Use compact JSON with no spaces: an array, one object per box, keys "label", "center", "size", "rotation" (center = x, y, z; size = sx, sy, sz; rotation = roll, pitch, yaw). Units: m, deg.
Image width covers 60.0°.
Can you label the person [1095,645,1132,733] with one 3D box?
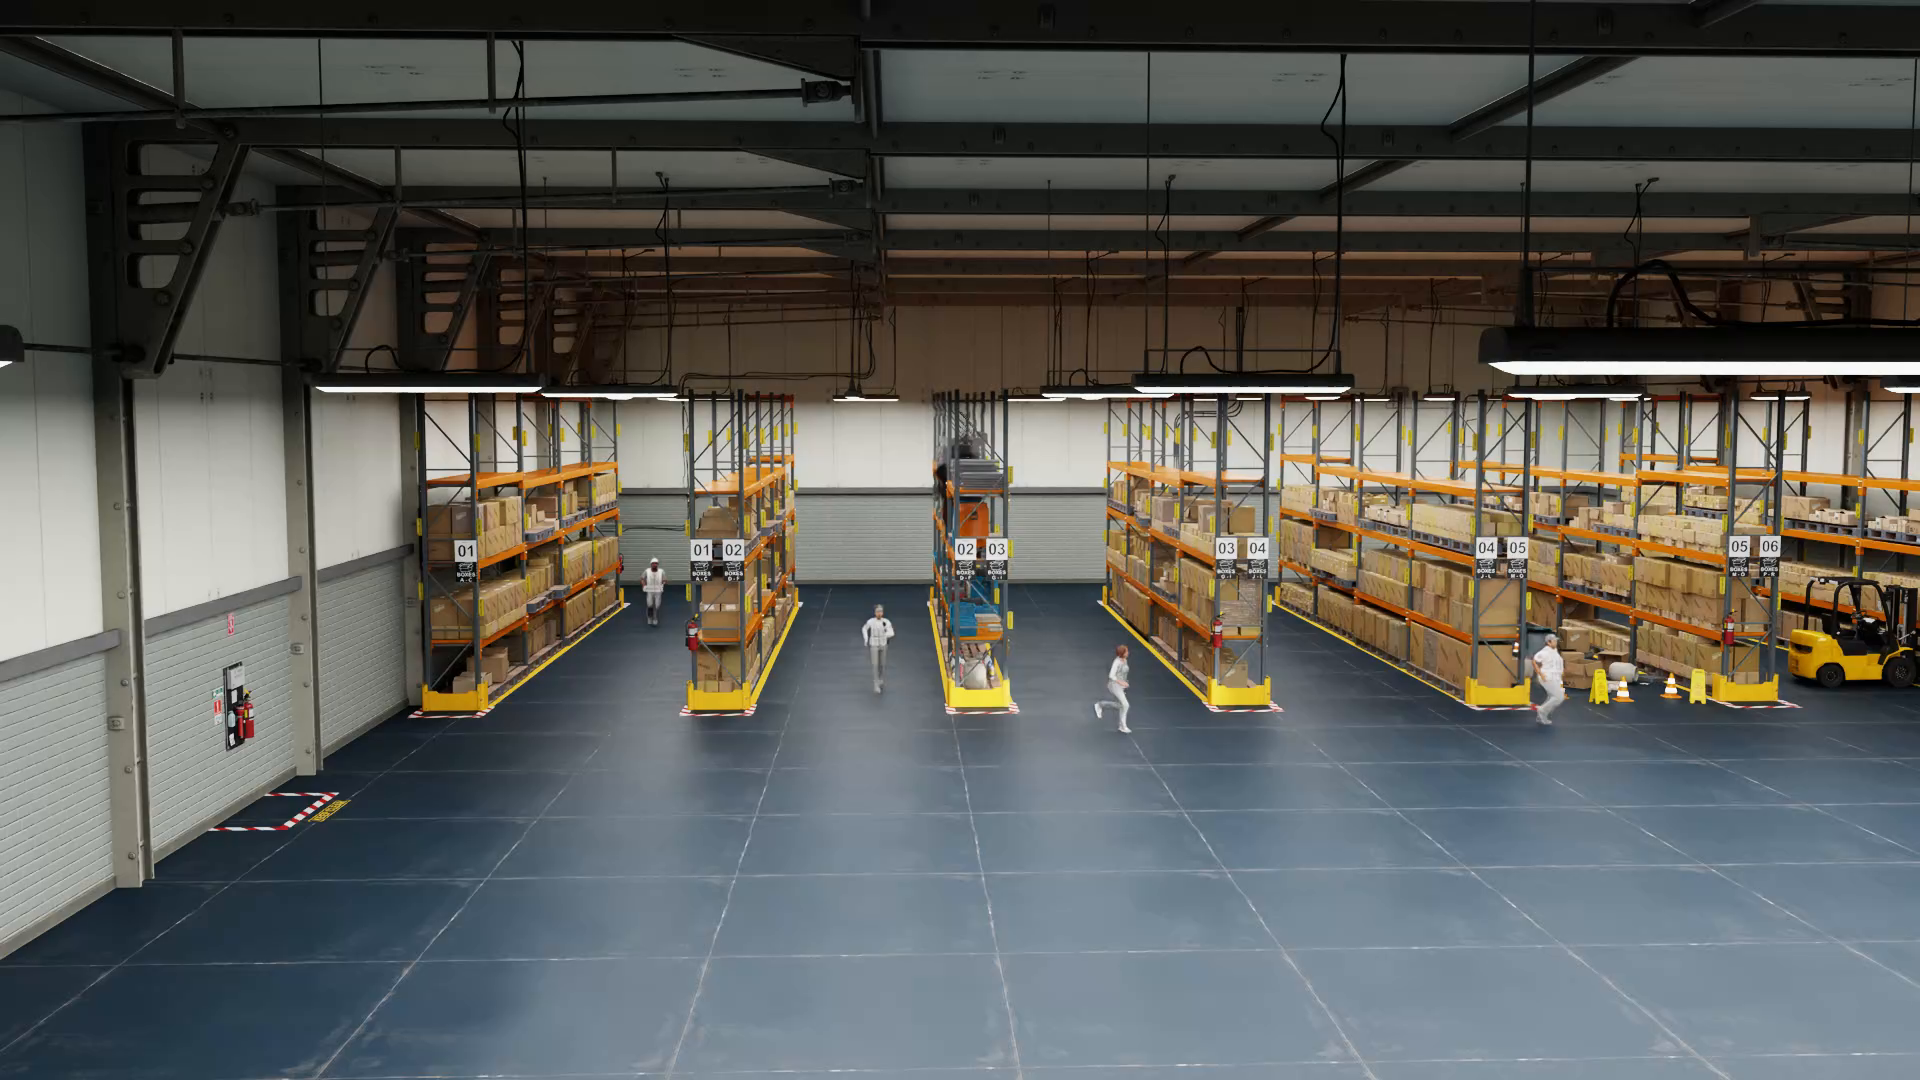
[{"label":"person","center":[2.681,2.598,29.105],"size":[0.674,1.567,0.565],"rotation":[2,5,21]}]

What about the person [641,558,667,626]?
[{"label":"person","center":[-7.873,1.346,42.819],"size":[0.656,1.741,0.629],"rotation":[-1,5,-15]}]

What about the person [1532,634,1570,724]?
[{"label":"person","center":[10.550,2.482,29.591],"size":[0.595,1.621,0.593],"rotation":[4,6,41]}]

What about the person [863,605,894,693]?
[{"label":"person","center":[-1.625,2.137,33.306],"size":[0.599,1.708,0.878],"rotation":[-1,5,-10]}]
